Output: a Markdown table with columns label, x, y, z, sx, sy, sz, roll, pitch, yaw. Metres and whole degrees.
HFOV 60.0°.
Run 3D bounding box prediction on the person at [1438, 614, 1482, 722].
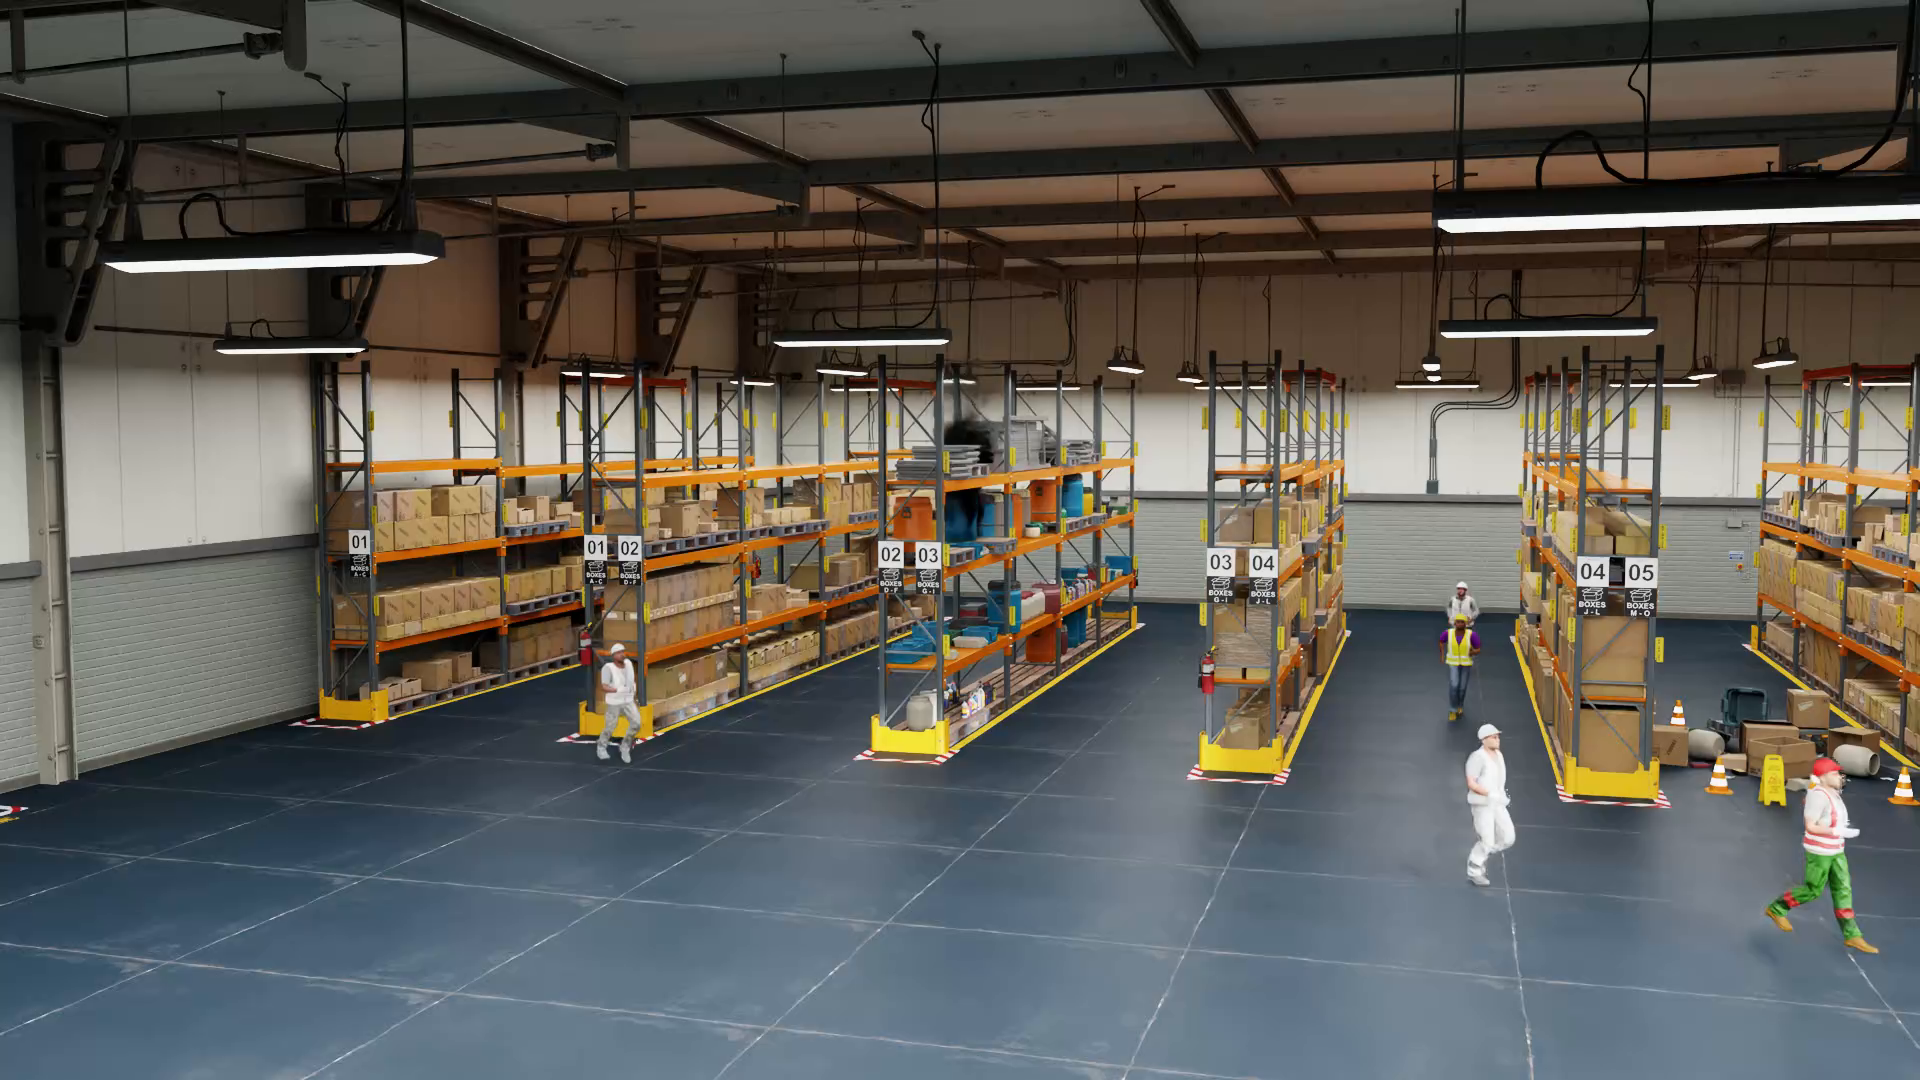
| label | x | y | z | sx | sy | sz | roll | pitch | yaw |
| --- | --- | --- | --- | --- | --- | --- | --- | --- | --- |
| person | 8.399 | 2.139 | 27.922 | 0.678 | 1.828 | 0.775 | 1 | 4 | 10 |

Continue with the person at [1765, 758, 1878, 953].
| label | x | y | z | sx | sy | sz | roll | pitch | yaw |
| --- | --- | --- | --- | --- | --- | --- | --- | --- | --- |
| person | 8.198 | 2.949 | 15.771 | 0.661 | 1.770 | 1.016 | -3 | 5 | -40 |

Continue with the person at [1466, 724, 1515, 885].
| label | x | y | z | sx | sy | sz | roll | pitch | yaw |
| --- | --- | --- | --- | --- | --- | --- | --- | --- | --- |
| person | 5.725 | 2.846 | 17.895 | 0.692 | 1.743 | 0.600 | -3 | 5 | -38 |

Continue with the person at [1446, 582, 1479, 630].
| label | x | y | z | sx | sy | sz | roll | pitch | yaw |
| --- | --- | --- | --- | --- | --- | --- | --- | --- | --- |
| person | 10.185 | 1.727 | 33.733 | 0.673 | 1.771 | 0.849 | 2 | 4 | 24 |

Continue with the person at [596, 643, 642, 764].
| label | x | y | z | sx | sy | sz | roll | pitch | yaw |
| --- | --- | --- | --- | --- | --- | --- | --- | --- | --- |
| person | -4.941 | 2.378 | 24.236 | 0.702 | 1.769 | 0.865 | -4 | 6 | -43 |
